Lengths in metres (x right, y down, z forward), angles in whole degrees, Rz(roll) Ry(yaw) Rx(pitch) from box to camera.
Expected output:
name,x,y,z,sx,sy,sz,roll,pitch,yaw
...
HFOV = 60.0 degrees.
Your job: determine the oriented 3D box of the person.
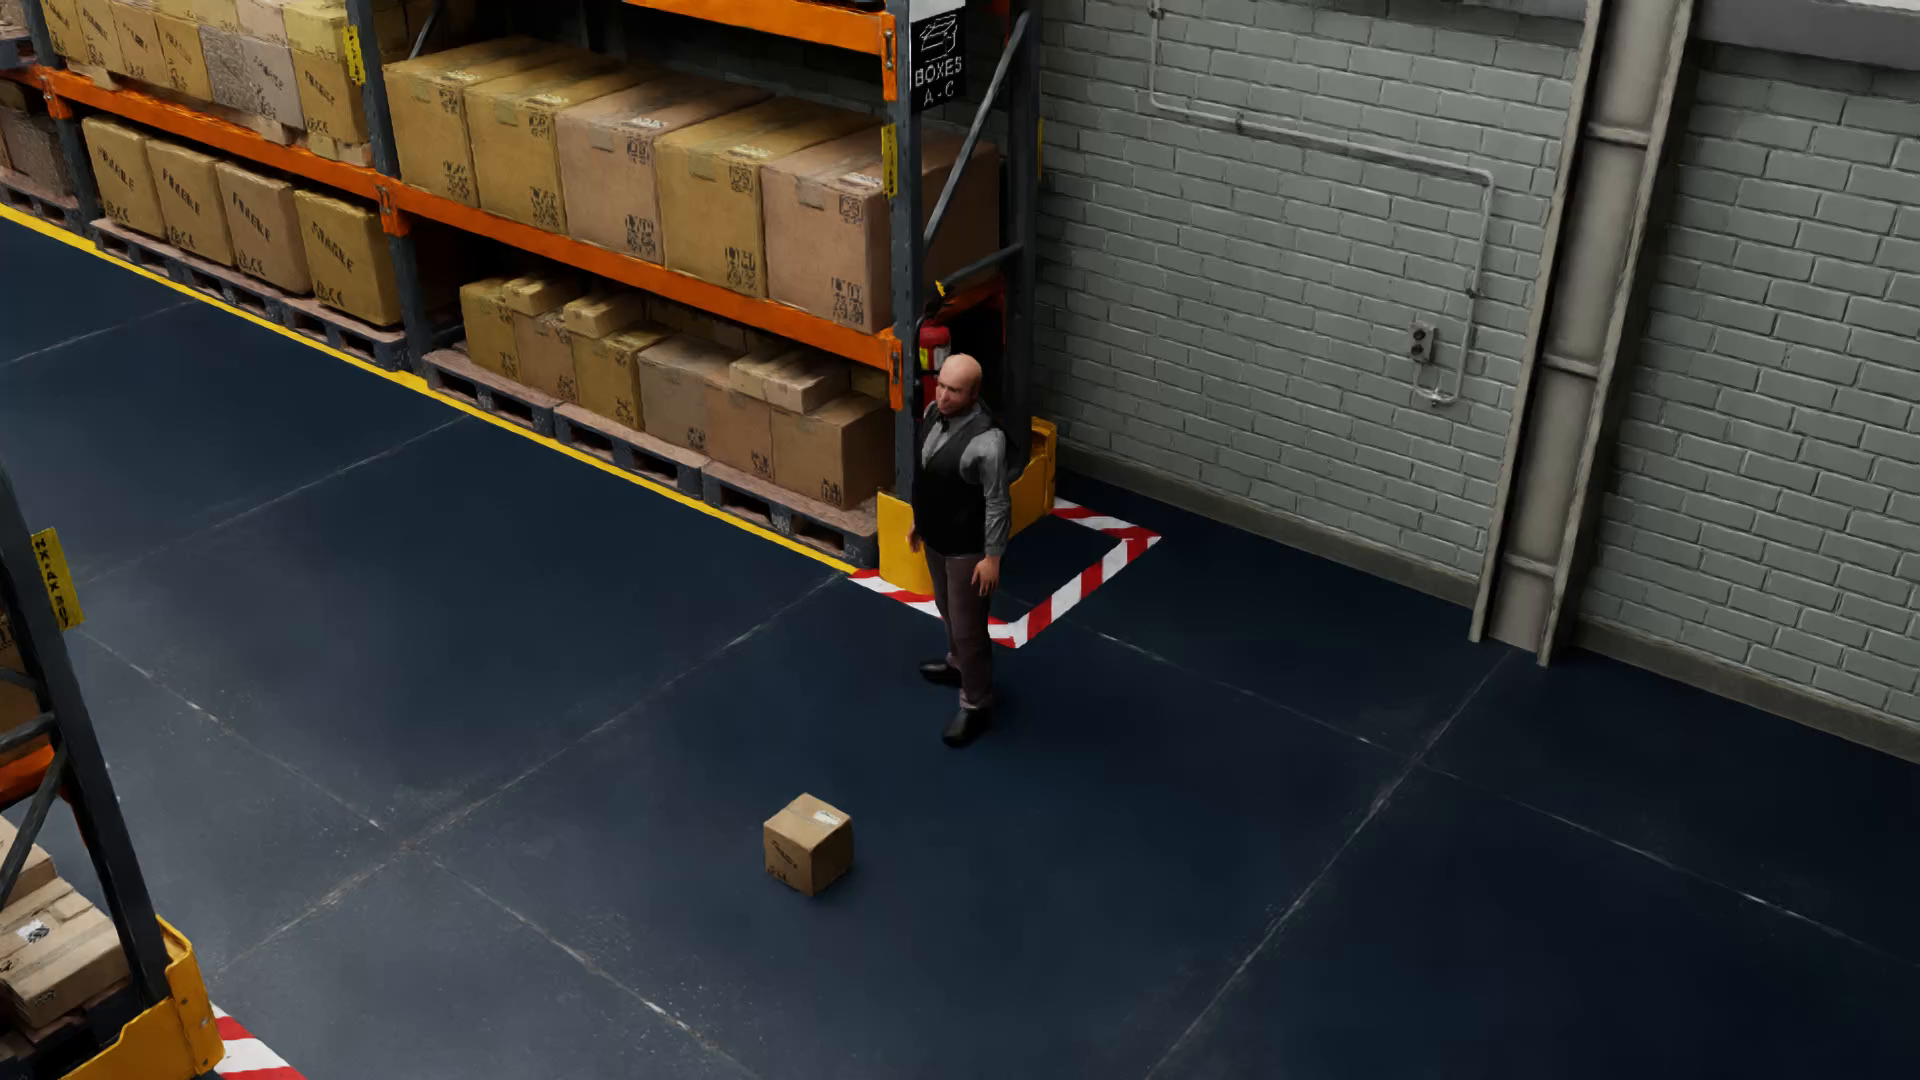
name,x,y,z,sx,sy,sz,roll,pitch,yaw
person,-0.017,-0.002,7.125,0.393,1.733,0.609,-16,34,-24
